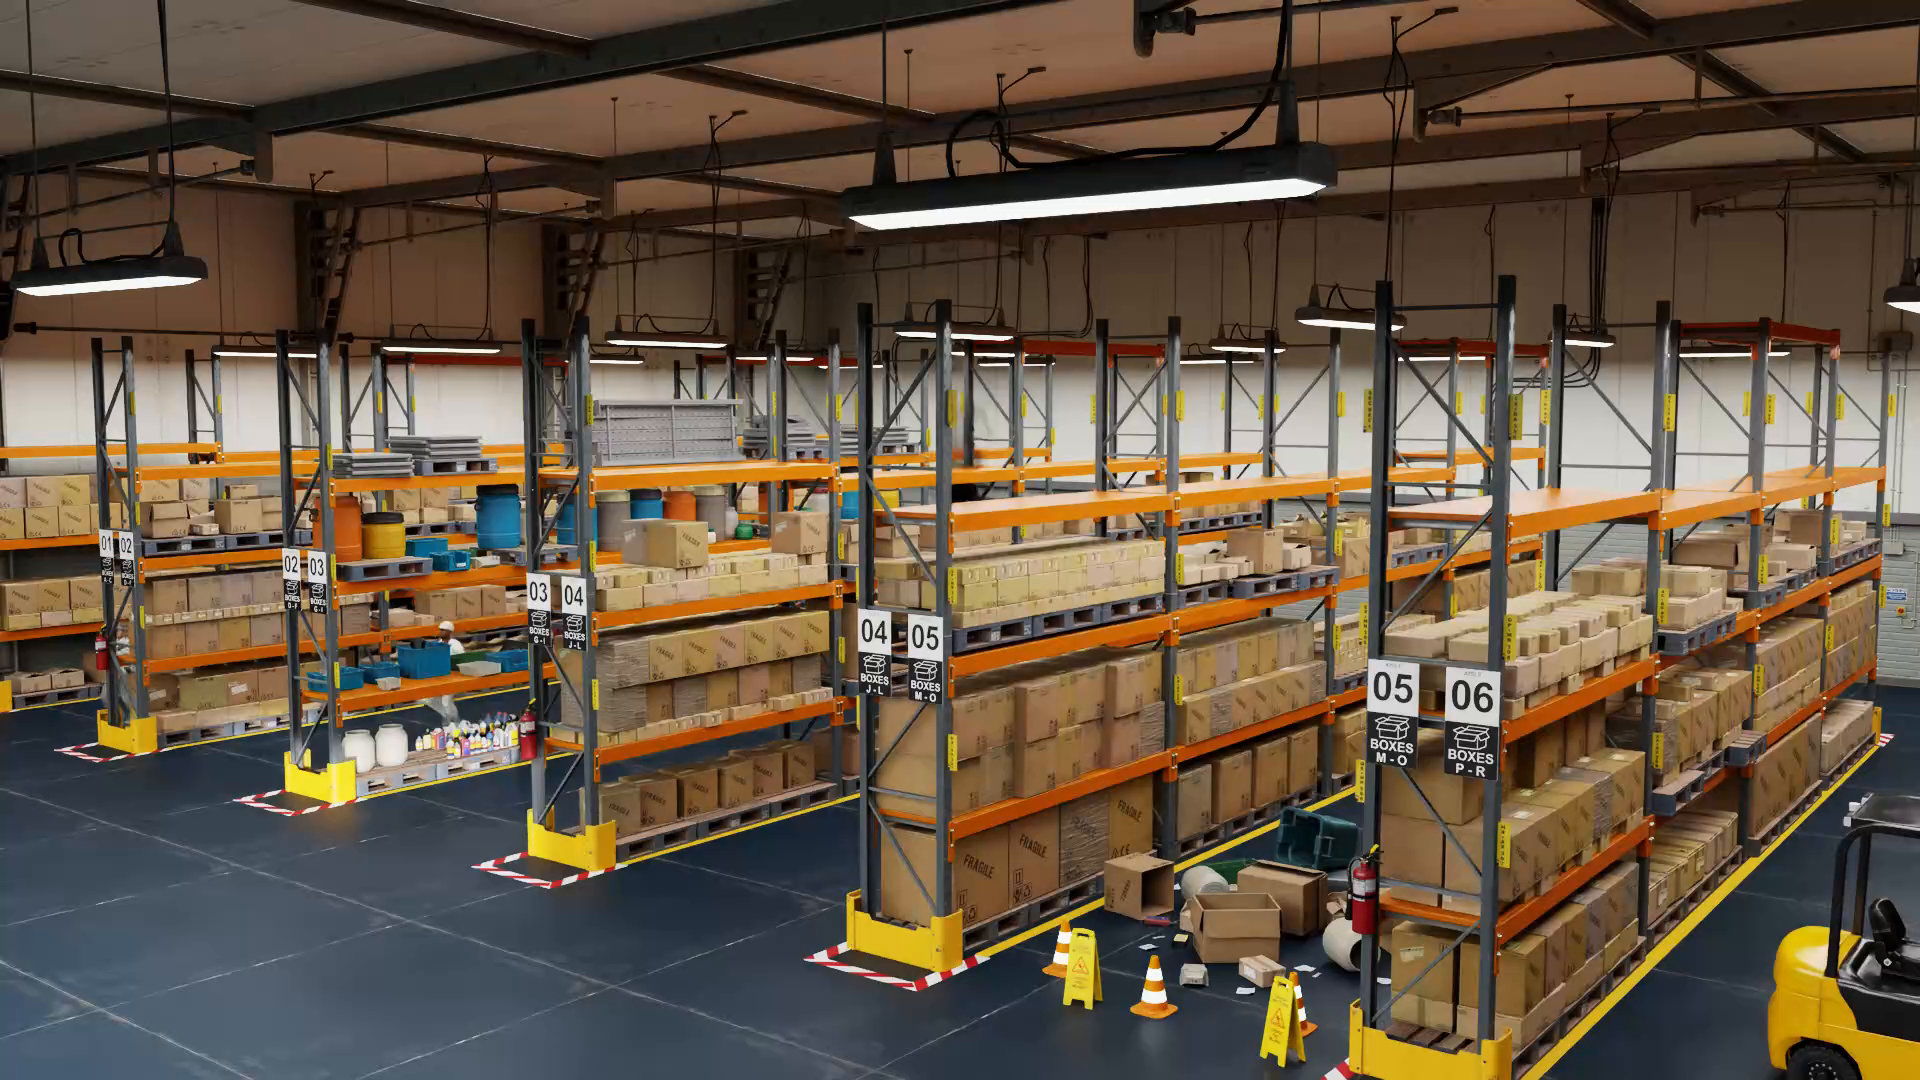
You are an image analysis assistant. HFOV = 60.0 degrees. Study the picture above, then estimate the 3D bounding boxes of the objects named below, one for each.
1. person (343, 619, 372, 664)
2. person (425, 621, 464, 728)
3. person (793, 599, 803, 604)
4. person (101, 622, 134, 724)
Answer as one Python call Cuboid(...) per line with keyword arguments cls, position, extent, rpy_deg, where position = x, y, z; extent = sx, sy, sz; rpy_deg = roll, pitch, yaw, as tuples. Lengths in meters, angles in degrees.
Cuboid(cls="person", position=(-10.790, 1.786, 29.619), extent=(0.640, 1.626, 0.548), rpy_deg=(3, 6, 34))
Cuboid(cls="person", position=(-7.871, 2.095, 25.316), extent=(0.692, 1.724, 0.607), rpy_deg=(3, 6, 27))
Cuboid(cls="person", position=(-3.002, 1.402, 33.247), extent=(0.688, 1.721, 0.582), rpy_deg=(3, 6, 35))
Cuboid(cls="person", position=(-12.985, 2.113, 25.800), extent=(0.602, 1.734, 0.671), rpy_deg=(2, 5, 20))
